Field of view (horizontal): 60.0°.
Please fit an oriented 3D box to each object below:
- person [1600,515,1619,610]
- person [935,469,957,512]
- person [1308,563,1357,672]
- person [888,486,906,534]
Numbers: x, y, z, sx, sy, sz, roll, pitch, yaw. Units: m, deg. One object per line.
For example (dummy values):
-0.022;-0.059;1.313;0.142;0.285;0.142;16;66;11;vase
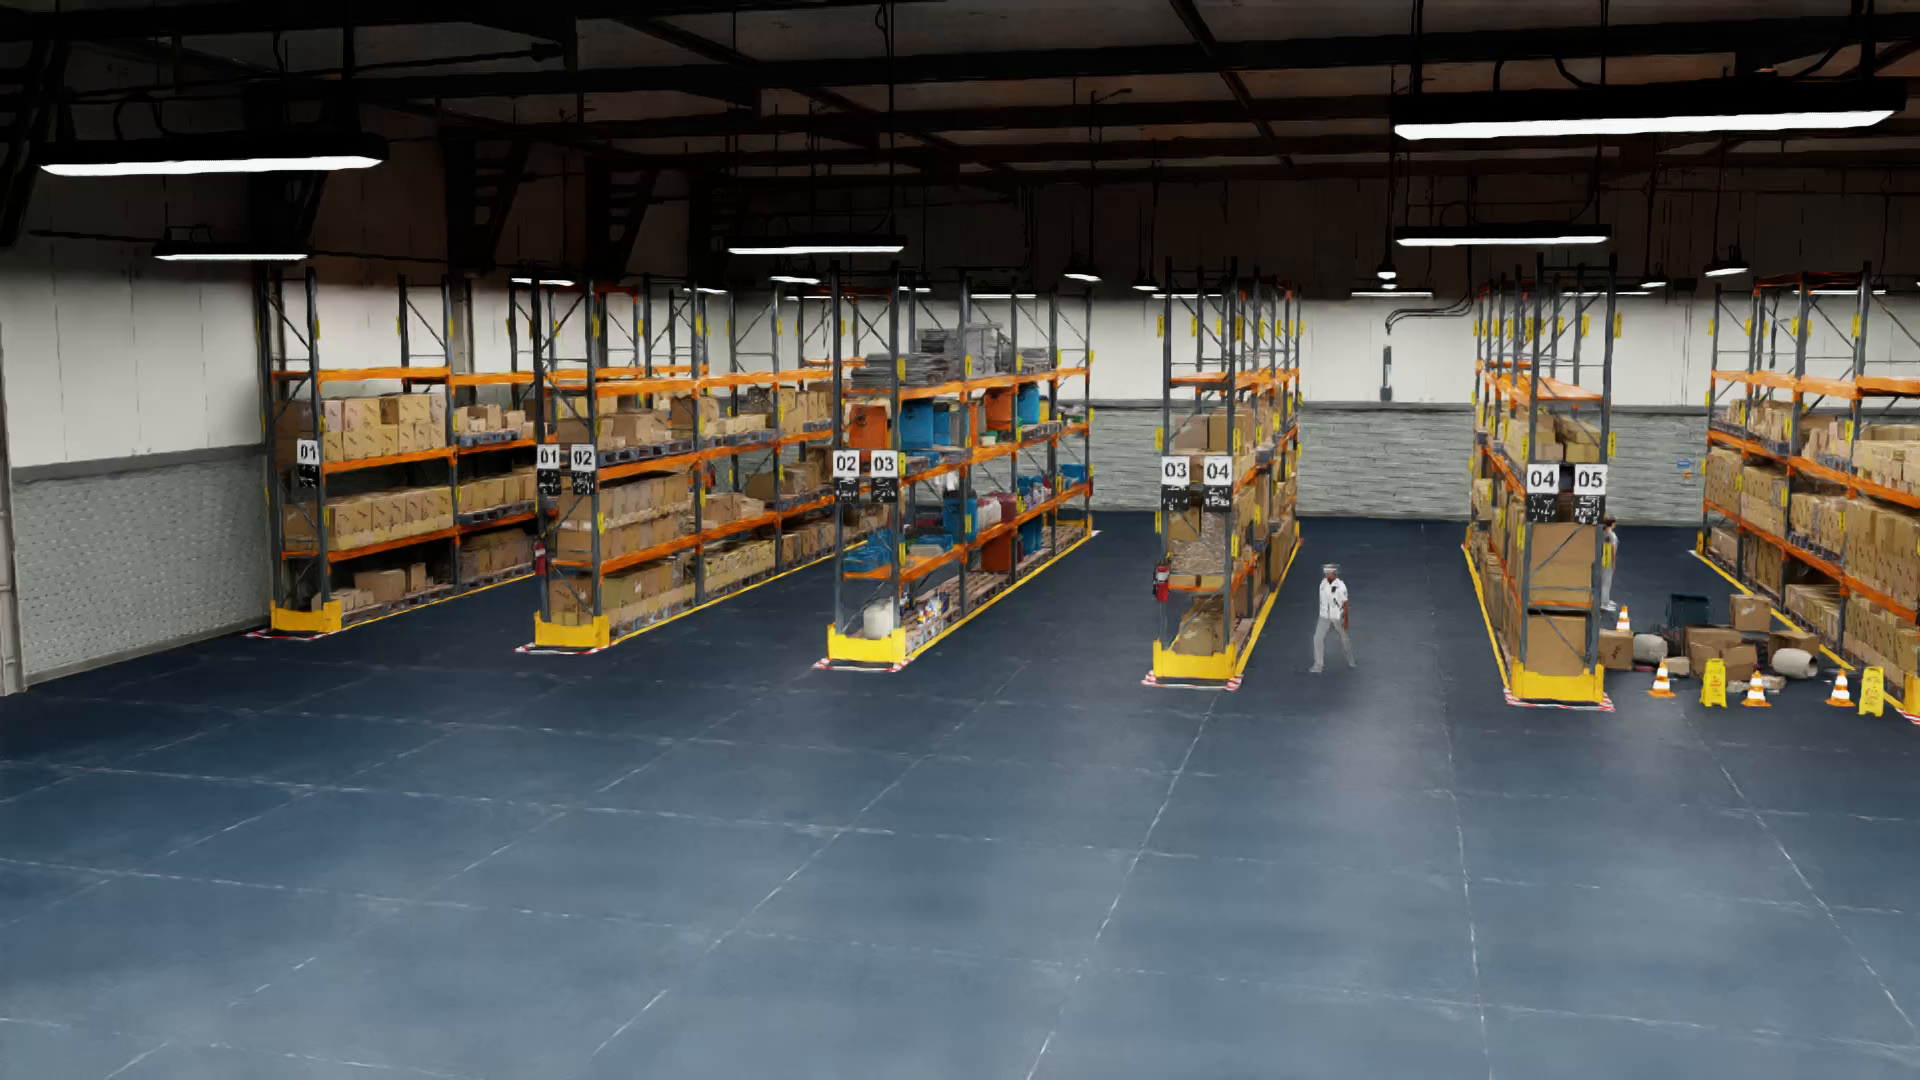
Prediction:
11.614;0.390;29.728;0.452;1.679;0.540;-1;7;-8;person
-0.401;-1.552;44.891;0.600;1.699;1.197;2;7;12;person
5.495;1.115;24.373;0.505;1.610;0.937;5;9;35;person
-1.475;-0.718;38.781;0.456;1.612;1.019;2;7;13;person
